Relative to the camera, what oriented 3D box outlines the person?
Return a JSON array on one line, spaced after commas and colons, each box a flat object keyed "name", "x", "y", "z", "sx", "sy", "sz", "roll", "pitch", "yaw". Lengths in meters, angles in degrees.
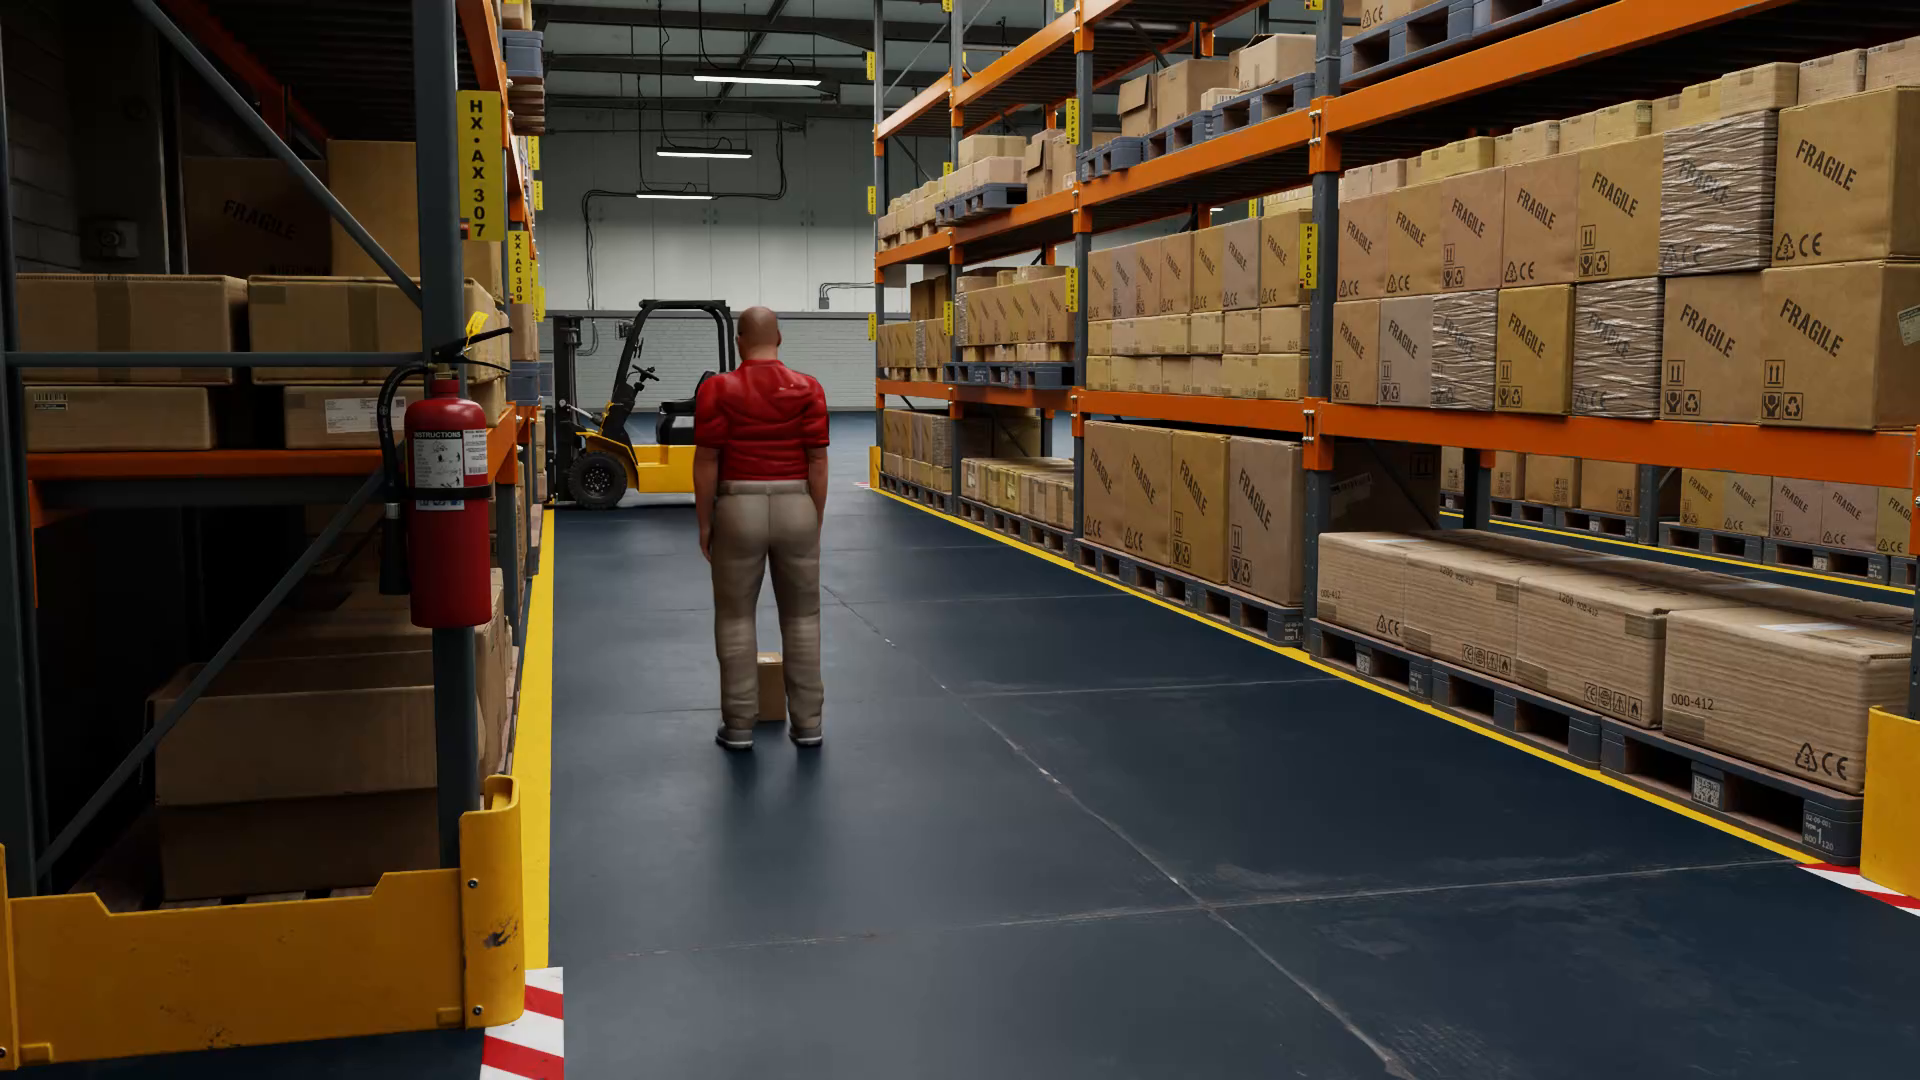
[{"name": "person", "x": -0.784, "y": -0.050, "z": 6.546, "sx": 0.528, "sy": 1.722, "sz": 0.360, "roll": -1, "pitch": 6, "yaw": -12}]
